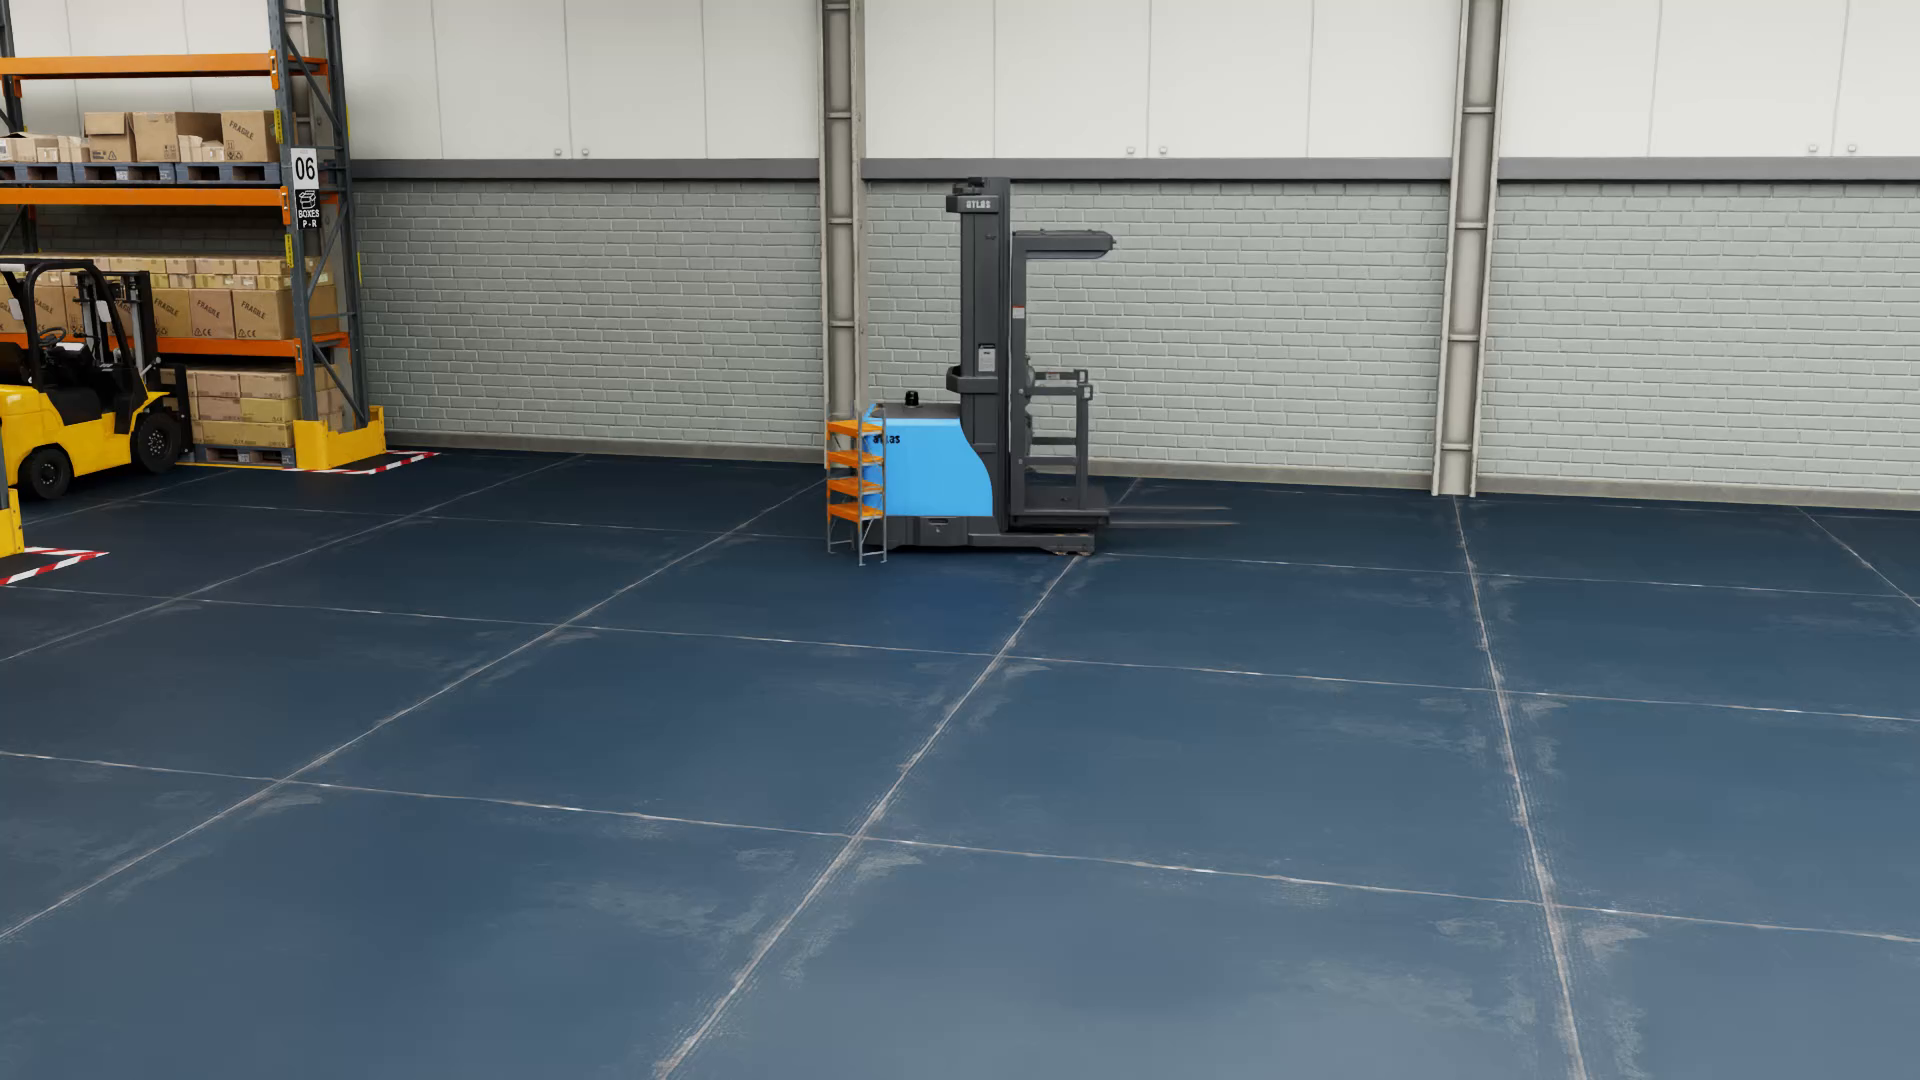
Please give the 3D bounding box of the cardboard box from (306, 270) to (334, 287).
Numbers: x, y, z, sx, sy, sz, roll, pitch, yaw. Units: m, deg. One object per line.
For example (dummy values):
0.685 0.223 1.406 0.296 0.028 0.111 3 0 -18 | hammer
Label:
-6.793 -2.743 17.445 0.250 0.149 0.380 3 13 12 | cardboard box

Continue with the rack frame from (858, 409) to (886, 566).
-0.673 -0.402 12.770 0.240 1.200 0.015 -8 15 -33 | rack frame

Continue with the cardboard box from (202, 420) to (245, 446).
-7.539 -1.154 17.389 0.500 0.250 0.500 3 13 14 | cardboard box

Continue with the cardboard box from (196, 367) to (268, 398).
-7.545 -1.640 17.271 0.500 0.250 0.500 3 13 15 | cardboard box

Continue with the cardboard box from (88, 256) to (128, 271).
-8.901 -2.895 17.442 0.250 0.149 0.380 3 13 13 | cardboard box

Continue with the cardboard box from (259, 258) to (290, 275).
-6.924 -2.791 16.972 0.250 0.149 0.380 3 13 14 | cardboard box

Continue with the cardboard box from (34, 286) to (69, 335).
-9.532 -2.461 17.669 0.500 0.500 0.500 3 13 15 | cardboard box

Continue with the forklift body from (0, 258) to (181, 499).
-8.804 -1.606 16.008 1.214 2.155 2.313 3 13 14 | forklift body

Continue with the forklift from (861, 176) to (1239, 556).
0.725 -1.426 13.392 3.031 2.935 1.130 0 13 2 | forklift

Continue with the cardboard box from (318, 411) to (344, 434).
-6.956 -1.235 17.754 0.500 0.250 0.500 3 13 14 | cardboard box

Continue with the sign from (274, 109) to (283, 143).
-6.670 -4.050 16.278 0.005 0.325 0.100 3 13 14 | sign

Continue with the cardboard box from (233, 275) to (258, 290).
-7.185 -2.637 16.967 0.250 0.149 0.380 3 13 14 | cardboard box

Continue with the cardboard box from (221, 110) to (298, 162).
-7.014 -4.045 16.682 0.500 0.500 0.500 3 13 15 | cardboard box

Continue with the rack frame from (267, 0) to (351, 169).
-6.526 -5.235 16.551 0.127 3.000 1.000 3 13 14 | rack frame

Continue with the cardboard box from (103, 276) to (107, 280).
-8.927 -2.735 17.405 0.250 0.149 0.380 3 13 12 | cardboard box

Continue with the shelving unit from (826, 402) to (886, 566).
-0.810 -0.446 12.967 0.258 1.200 0.503 -8 15 -33 | shelving unit

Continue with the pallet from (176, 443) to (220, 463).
-8.459 -1.039 17.930 1.213 0.211 1.003 3 13 14 | pallet

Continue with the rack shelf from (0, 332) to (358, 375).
-8.468 -2.058 17.747 4.000 0.370 1.077 3 13 14 | rack shelf

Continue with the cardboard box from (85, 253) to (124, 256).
-9.275 -3.039 18.089 0.250 0.149 0.380 3 13 12 | cardboard box

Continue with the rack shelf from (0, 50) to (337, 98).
-8.468 -4.792 17.141 4.000 0.370 1.077 3 13 14 | rack shelf

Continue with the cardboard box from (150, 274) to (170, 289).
-8.181 -2.692 17.213 0.250 0.149 0.380 3 13 14 | cardboard box

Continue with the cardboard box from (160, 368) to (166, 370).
-8.527 -1.692 17.505 0.500 0.250 0.500 3 13 12 | cardboard box

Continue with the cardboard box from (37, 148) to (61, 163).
-9.301 -3.982 17.210 0.250 0.149 0.380 3 13 15 | cardboard box

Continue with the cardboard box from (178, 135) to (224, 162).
-7.650 -3.951 16.800 0.258 0.266 0.396 3 13 14 | cardboard box

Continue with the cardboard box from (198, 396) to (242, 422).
-7.558 -1.400 17.344 0.500 0.250 0.500 3 13 13 | cardboard box

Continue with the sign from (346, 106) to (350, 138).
-6.387 -4.352 17.298 0.005 0.325 0.100 3 13 14 | sign

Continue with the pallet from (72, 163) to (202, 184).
-8.395 -3.832 17.359 1.213 0.211 1.003 3 13 14 | pallet

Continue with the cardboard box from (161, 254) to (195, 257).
-8.296 -2.965 17.758 0.250 0.149 0.380 3 13 14 | cardboard box

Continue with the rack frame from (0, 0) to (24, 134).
-10.410 -5.442 17.487 0.127 3.000 1.000 3 13 14 | rack frame

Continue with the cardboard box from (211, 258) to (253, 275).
-7.432 -2.805 17.036 0.250 0.149 0.380 3 13 15 | cardboard box

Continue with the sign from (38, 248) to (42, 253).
-10.278 -3.091 18.561 0.005 0.325 0.100 3 13 14 | sign

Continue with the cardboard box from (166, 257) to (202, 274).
-7.935 -2.824 17.120 0.250 0.149 0.380 3 13 15 | cardboard box

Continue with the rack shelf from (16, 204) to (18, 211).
-12.351 -3.730 18.358 4.000 0.370 1.077 3 13 14 | rack shelf

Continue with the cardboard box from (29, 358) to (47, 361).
-9.885 -1.879 18.349 0.500 0.250 0.500 3 13 15 | cardboard box

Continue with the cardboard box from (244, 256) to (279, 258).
-7.307 -2.910 17.510 0.250 0.149 0.380 3 13 15 | cardboard box

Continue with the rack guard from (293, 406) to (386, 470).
-6.503 -1.084 17.466 0.348 0.500 1.175 3 13 14 | rack guard

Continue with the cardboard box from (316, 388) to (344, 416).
-6.933 -1.481 17.706 0.500 0.250 0.500 3 13 15 | cardboard box

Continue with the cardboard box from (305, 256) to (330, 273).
-6.801 -2.879 17.369 0.250 0.149 0.380 3 13 12 | cardboard box

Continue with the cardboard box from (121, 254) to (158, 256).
-8.792 -2.998 17.905 0.250 0.149 0.380 3 13 13 | cardboard box

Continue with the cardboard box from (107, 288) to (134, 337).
-8.557 -2.404 17.413 0.500 0.500 0.500 3 13 14 | cardboard box

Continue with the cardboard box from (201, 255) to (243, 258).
-7.805 -2.935 17.620 0.250 0.149 0.380 3 13 15 | cardboard box

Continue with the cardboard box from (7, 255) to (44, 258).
-9.891 -2.954 17.709 0.250 0.149 0.380 3 13 14 | cardboard box

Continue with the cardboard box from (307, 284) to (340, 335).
-6.941 -2.439 17.570 0.500 0.500 0.500 3 13 15 | cardboard box

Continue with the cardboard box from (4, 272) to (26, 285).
-9.911 -2.794 17.673 0.250 0.149 0.380 3 13 15 | cardboard box

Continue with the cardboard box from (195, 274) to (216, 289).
-7.660 -2.679 17.155 0.250 0.149 0.380 3 13 13 | cardboard box

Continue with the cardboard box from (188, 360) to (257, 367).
-7.916 -1.775 17.878 0.500 0.250 0.500 3 13 13 | cardboard box

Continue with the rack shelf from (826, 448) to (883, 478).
-0.809 -0.599 12.934 0.258 0.148 0.480 -8 15 -33 | rack shelf

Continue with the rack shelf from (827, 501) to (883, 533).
-0.812 -0.186 13.023 0.258 0.148 0.480 -8 15 -33 | rack shelf

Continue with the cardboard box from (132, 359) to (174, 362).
-8.902 -1.827 18.114 0.500 0.250 0.500 3 13 14 | cardboard box

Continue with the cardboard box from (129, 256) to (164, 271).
-8.415 -2.869 17.325 0.250 0.149 0.380 3 13 14 | cardboard box

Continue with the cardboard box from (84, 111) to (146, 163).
-8.544 -4.159 17.189 0.637 0.503 0.797 3 13 15 | cardboard box

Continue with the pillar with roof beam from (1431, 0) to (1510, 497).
3.633 -3.932 10.681 0.400 9.000 9.100 3 13 14 | pillar with roof beam

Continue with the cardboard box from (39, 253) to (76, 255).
-9.794 -3.049 18.137 0.250 0.149 0.380 3 13 12 | cardboard box

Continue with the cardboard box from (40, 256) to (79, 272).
-9.420 -2.904 17.483 0.250 0.149 0.380 3 13 15 | cardboard box

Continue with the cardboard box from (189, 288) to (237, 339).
-7.568 -2.354 17.187 0.500 0.500 0.500 3 13 15 | cardboard box

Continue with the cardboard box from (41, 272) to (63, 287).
-9.430 -2.758 17.510 0.250 0.149 0.380 3 13 15 | cardboard box

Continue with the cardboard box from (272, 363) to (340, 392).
-6.947 -1.721 17.637 0.500 0.250 0.500 3 13 13 | cardboard box

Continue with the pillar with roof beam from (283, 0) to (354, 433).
-8.018 -4.555 13.488 0.400 9.000 9.100 3 13 14 | pillar with roof beam
